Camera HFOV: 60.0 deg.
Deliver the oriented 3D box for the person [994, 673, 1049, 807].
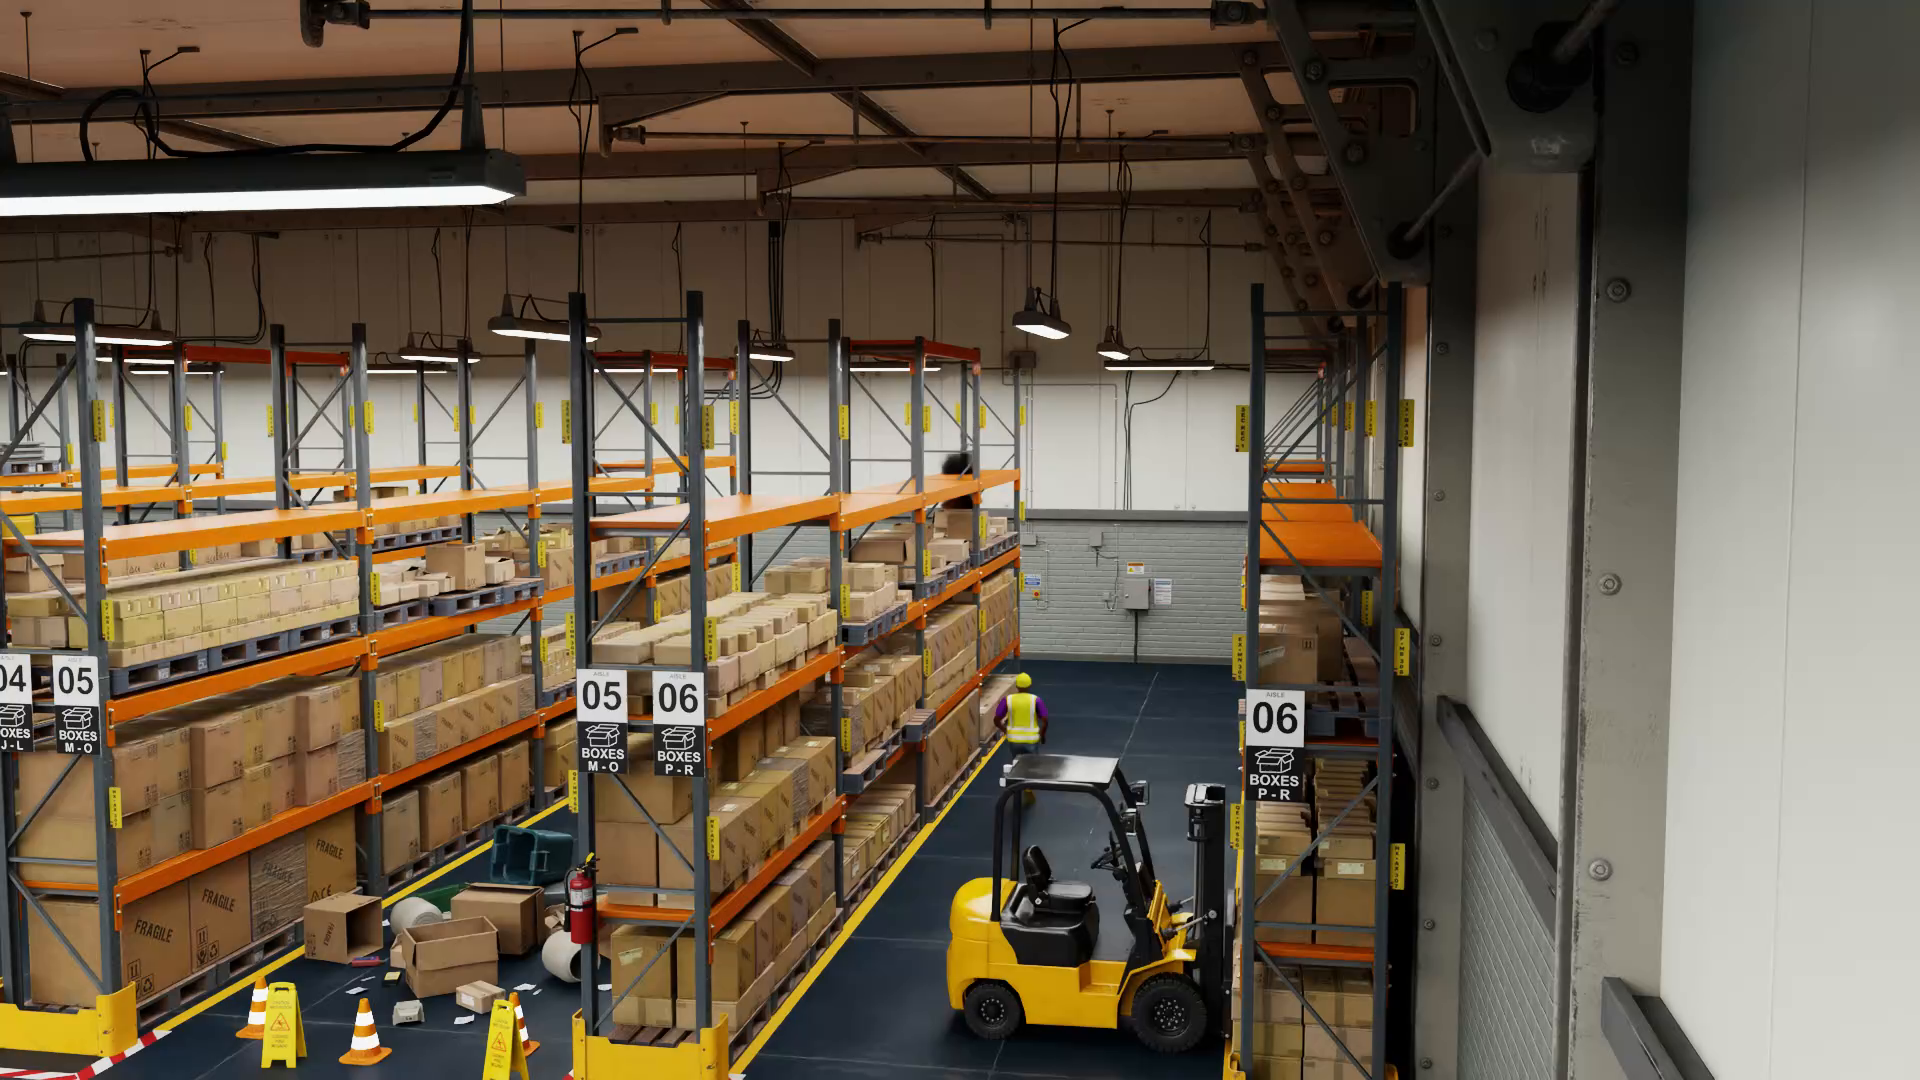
[{"bbox_3d":[0.794,2.584,21.417,0.718,1.737,0.577,1,5,10],"label":"person"}]
